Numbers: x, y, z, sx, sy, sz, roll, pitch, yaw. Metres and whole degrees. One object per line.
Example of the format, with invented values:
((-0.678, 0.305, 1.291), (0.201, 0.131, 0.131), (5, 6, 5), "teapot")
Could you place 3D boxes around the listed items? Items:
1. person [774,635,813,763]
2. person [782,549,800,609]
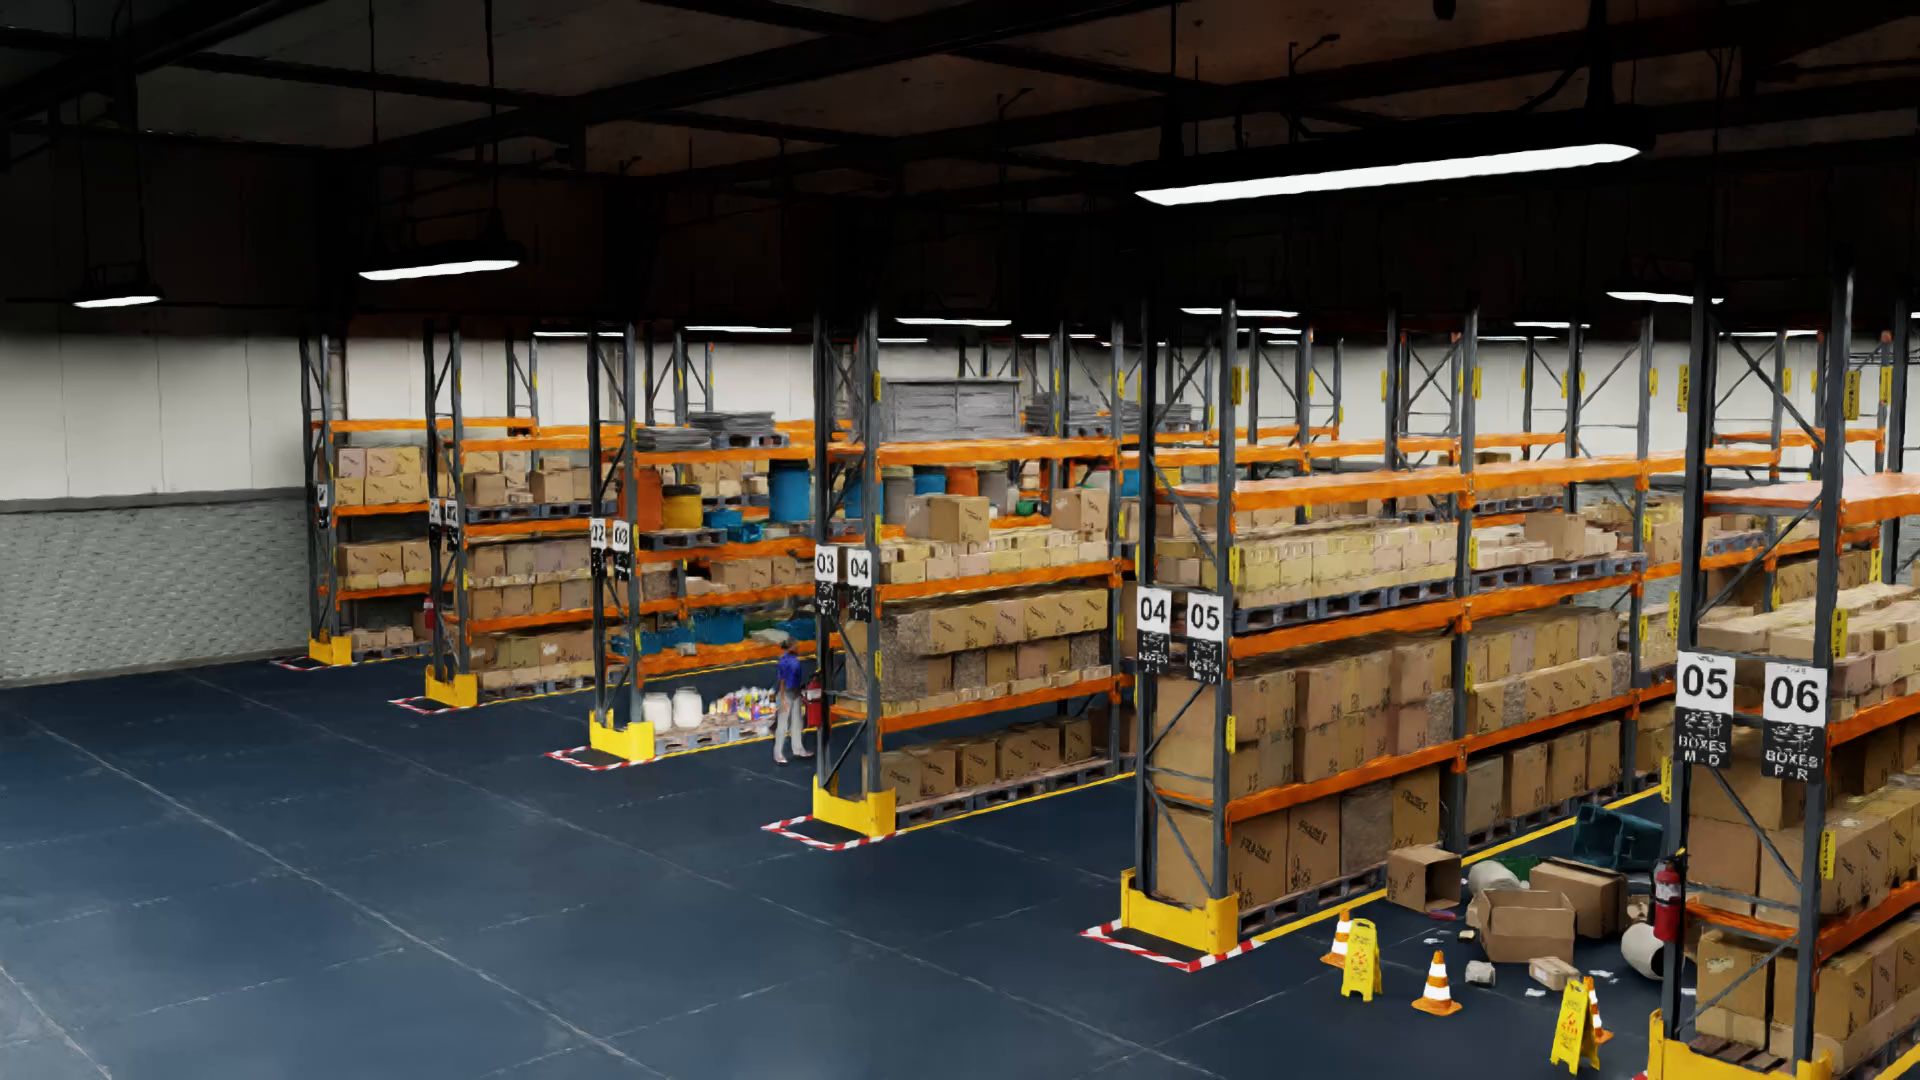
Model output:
((-2.232, 2.097, 22.098), (0.440, 1.666, 0.551), (2, 6, 21), "person")
((-3.383, 0.919, 33.660), (0.440, 1.683, 0.551), (2, 6, 20), "person")
